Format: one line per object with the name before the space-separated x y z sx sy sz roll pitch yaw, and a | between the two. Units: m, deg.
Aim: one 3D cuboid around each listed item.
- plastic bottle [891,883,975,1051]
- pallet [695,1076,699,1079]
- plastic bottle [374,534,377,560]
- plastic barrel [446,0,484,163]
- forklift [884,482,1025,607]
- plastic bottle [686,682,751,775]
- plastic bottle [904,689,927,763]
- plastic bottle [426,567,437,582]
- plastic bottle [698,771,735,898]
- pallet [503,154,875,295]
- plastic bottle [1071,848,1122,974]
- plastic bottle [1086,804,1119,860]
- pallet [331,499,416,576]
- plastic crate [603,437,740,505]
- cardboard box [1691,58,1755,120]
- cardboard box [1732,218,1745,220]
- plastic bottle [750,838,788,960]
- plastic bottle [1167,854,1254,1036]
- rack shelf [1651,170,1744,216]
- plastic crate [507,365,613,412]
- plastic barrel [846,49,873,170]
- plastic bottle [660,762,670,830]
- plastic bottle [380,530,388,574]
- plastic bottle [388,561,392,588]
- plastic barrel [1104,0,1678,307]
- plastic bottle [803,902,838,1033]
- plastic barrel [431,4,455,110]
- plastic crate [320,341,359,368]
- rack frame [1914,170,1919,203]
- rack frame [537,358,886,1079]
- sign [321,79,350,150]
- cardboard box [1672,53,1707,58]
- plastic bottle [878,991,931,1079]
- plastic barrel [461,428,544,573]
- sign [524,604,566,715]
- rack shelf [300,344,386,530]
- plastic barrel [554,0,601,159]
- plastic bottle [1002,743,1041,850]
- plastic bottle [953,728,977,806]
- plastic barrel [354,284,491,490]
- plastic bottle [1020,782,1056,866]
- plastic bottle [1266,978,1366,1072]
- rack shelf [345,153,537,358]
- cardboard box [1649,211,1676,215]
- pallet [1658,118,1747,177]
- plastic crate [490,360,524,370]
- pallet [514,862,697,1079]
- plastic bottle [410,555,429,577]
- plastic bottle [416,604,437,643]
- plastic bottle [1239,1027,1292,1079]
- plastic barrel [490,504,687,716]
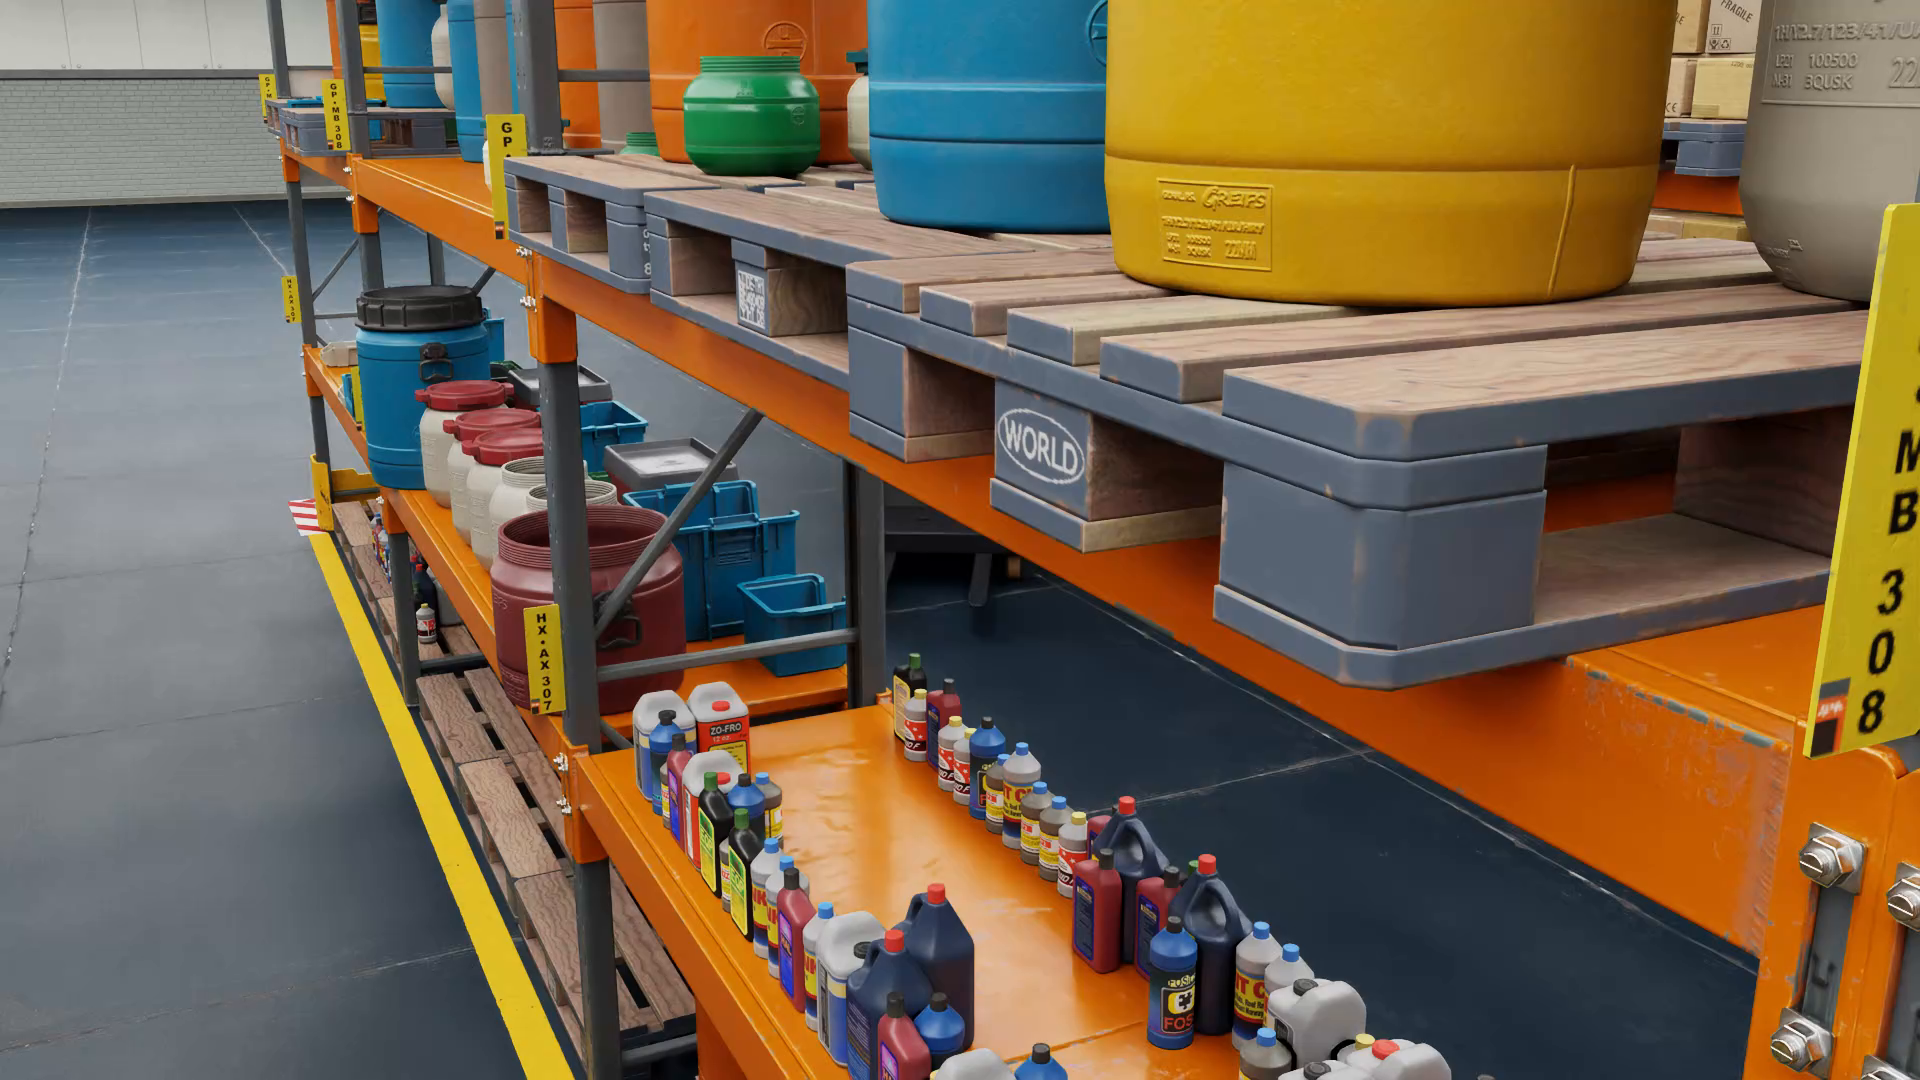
plastic bottle | -0.058 0.859 3.407 0.144 0.351 0.185 -8 18 -25
pallet | -0.325 1.888 4.789 1.003 0.211 1.213 -8 18 -25
plastic bottle | -3.654 0.020 10.519 0.097 0.201 0.097 0 16 0
plastic barrel | -2.043 -2.218 7.694 0.600 0.901 0.708 -8 18 -25
forklift | -0.126 -1.236 10.743 1.130 2.935 3.031 1 16 3
plastic bottle | -0.673 0.545 4.640 0.152 0.276 0.135 -8 18 -25
plastic bottle | -0.113 0.532 4.818 0.097 0.201 0.097 0 16 0
plastic bottle | -2.964 0.266 9.525 0.152 0.276 0.135 -8 18 -25
plastic bottle | -0.589 0.713 4.040 0.061 0.283 0.133 -8 18 -25
pallet | -0.461 -0.792 3.979 1.003 0.211 1.213 -8 18 -25
plastic bottle | 0.304 0.809 3.707 0.061 0.283 0.133 -8 18 -25
plastic bottle | 0.353 0.745 3.927 0.061 0.283 0.133 -8 18 -25
pallet | -3.786 -0.071 11.615 1.003 0.211 1.213 -8 18 -25
plastic crate | -1.141 -0.111 6.585 0.402 0.464 0.583 -8 18 -25
cardboard box | 3.497 -1.918 7.068 0.500 0.250 0.500 -9 18 -29
cardboard box | 6.427 -2.272 13.105 0.500 0.500 0.500 -8 18 -26
plastic bottle | -0.421 0.802 3.750 0.097 0.271 0.097 0 16 0
plastic bottle | 0.525 0.836 3.488 0.144 0.351 0.185 -8 18 -25
rack shelf | 2.870 -1.832 8.565 1.077 0.370 4.000 -8 18 -25
plastic crate | -1.974 -0.582 8.226 0.402 0.464 0.583 -8 18 -25
plastic barrel | -0.107 -0.972 3.751 0.301 0.262 0.301 0 16 0
plastic bottle | -0.741 0.655 4.390 0.097 0.201 0.097 0 16 0
plastic bottle | -3.505 0.070 10.216 0.097 0.271 0.097 0 16 0
plastic bottle | -3.371 0.180 9.962 0.097 0.201 0.097 0 16 0
plastic barrel | 0.462 -0.587 1.818 0.600 0.588 0.600 0 16 0
plastic bottle | -0.277 0.884 3.466 0.097 0.271 0.097 0 16 0
plastic barrel | -2.473 -2.463 8.492 0.421 0.512 0.421 0 16 0
plastic crate | -4.110 -1.239 11.108 0.298 0.136 0.250 -8 18 -25
rack frame | 1.044 -1.535 0.785 1.000 3.000 0.127 -8 18 -25
rack frame | -0.708 0.357 5.068 1.000 3.000 0.127 -8 18 -25
sign | -2.960 -2.017 7.887 0.100 0.325 0.005 -8 18 -25
cardboard box | 5.792 -3.554 13.041 0.500 0.500 0.500 -9 18 -30
plastic bottle | -0.103 0.988 3.081 0.061 0.283 0.133 -8 18 -25
plastic barrel | -1.728 -0.147 6.579 0.433 0.535 0.433 0 16 0
sign | -1.200 0.347 4.808 0.100 0.325 0.005 -8 18 -25
rack shelf | -3.337 -0.785 10.352 1.077 0.370 4.000 -8 18 -25
plastic barrel | -1.160 -1.683 5.961 0.600 0.830 0.708 -8 18 -25
plastic bottle | 0.158 0.652 4.273 0.097 0.271 0.097 0 16 0
plastic bottle | 0.030 0.613 4.535 0.097 0.201 0.097 0 16 0
plastic barrel | -2.564 -0.743 7.994 0.600 0.901 0.708 -8 18 -25
plastic bottle | 0.201 0.710 4.199 0.097 0.201 0.097 0 16 0
plastic bottle | 0.676 0.961 3.190 0.152 0.276 0.135 -8 18 -25
rack shelf | -1.585 -1.235 6.482 1.077 0.370 4.000 -8 18 -25
cardboard box | 5.525 -2.459 13.758 0.500 0.500 0.500 -8 18 -26
pallet | 3.368 -1.749 7.312 1.213 0.211 1.003 -7 17 -22
plastic crate | -2.802 -0.904 9.846 0.450 0.188 0.662 -8 18 -25
pallet | -1.013 1.501 6.139 1.003 0.211 1.213 -8 18 -25
plastic bottle | -3.086 0.255 9.430 0.144 0.351 0.185 -9 18 -28
plastic bottle | -2.900 0.447 9.032 0.097 0.201 0.097 0 16 0
plastic bottle | 0.573 1.016 3.132 0.097 0.201 0.097 0 16 0
plastic barrel | -1.184 0.213 5.323 0.600 0.536 0.708 -8 18 -25
